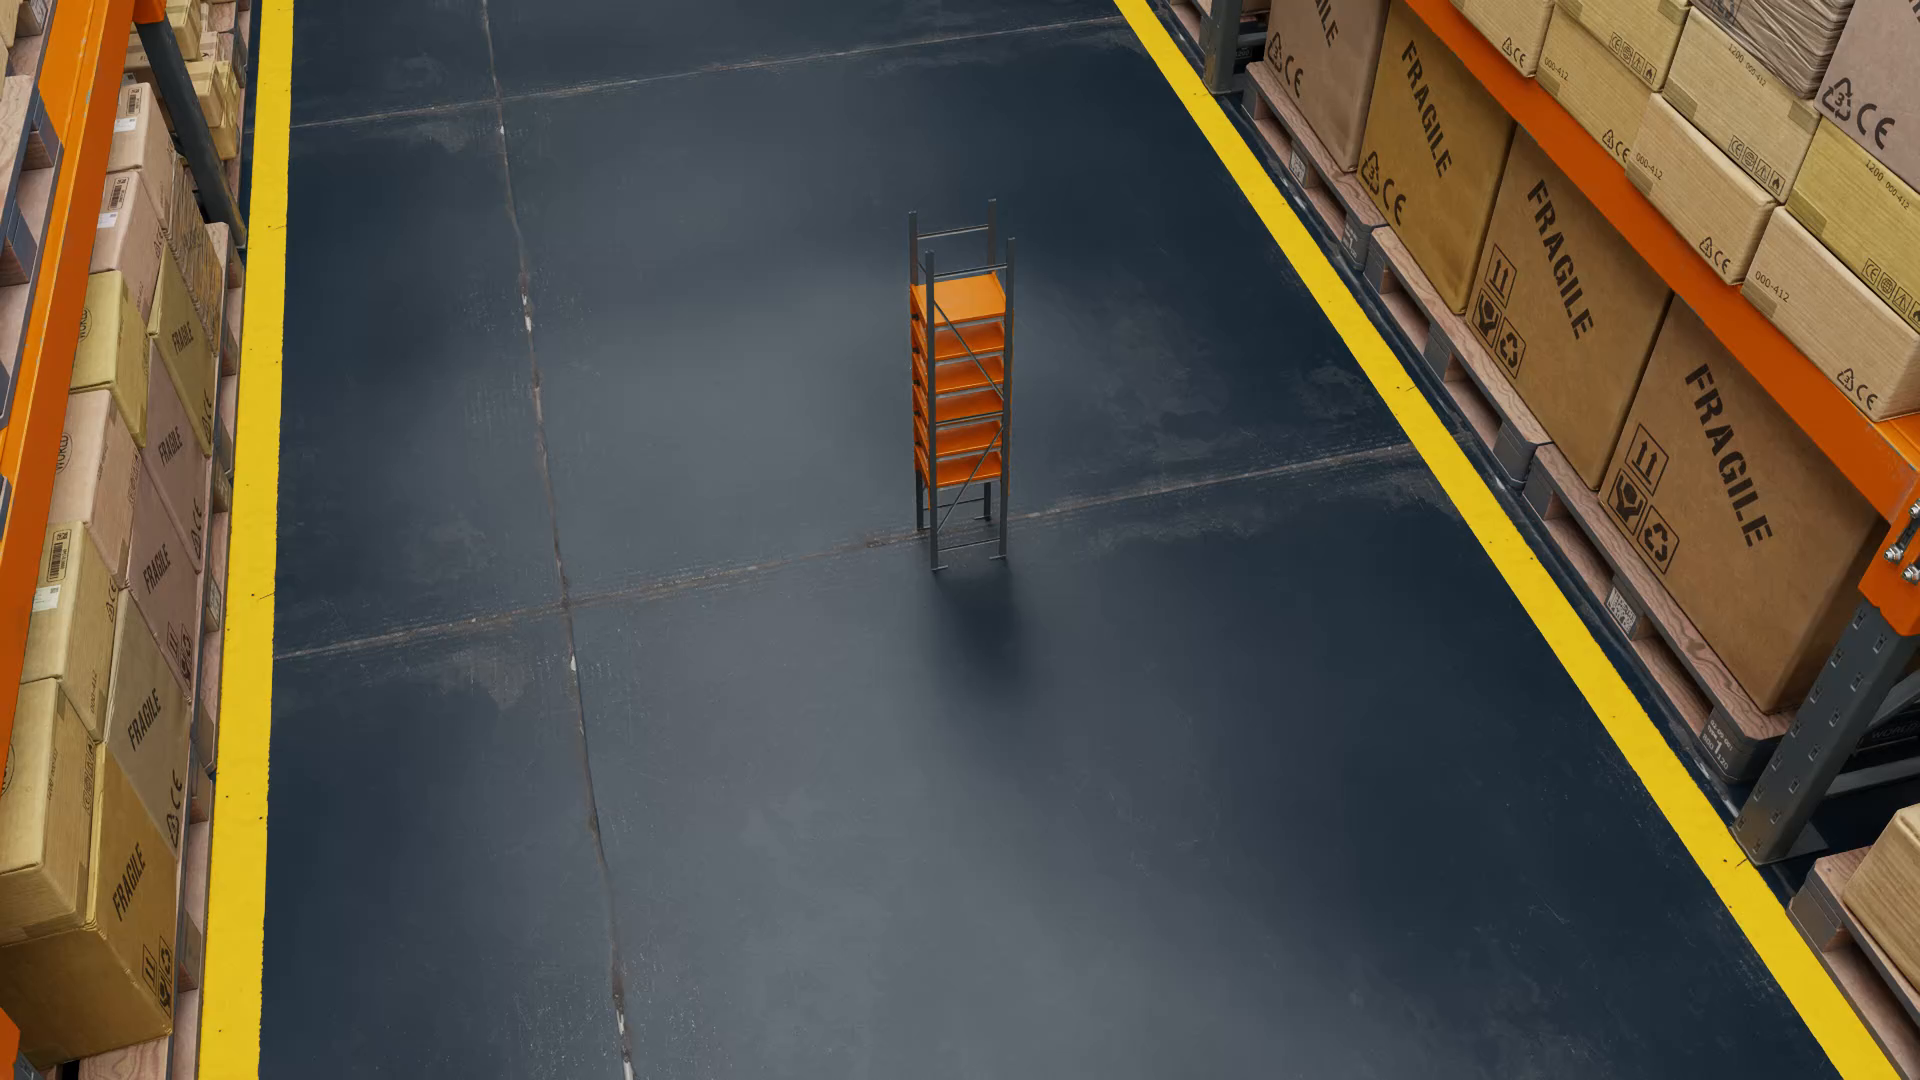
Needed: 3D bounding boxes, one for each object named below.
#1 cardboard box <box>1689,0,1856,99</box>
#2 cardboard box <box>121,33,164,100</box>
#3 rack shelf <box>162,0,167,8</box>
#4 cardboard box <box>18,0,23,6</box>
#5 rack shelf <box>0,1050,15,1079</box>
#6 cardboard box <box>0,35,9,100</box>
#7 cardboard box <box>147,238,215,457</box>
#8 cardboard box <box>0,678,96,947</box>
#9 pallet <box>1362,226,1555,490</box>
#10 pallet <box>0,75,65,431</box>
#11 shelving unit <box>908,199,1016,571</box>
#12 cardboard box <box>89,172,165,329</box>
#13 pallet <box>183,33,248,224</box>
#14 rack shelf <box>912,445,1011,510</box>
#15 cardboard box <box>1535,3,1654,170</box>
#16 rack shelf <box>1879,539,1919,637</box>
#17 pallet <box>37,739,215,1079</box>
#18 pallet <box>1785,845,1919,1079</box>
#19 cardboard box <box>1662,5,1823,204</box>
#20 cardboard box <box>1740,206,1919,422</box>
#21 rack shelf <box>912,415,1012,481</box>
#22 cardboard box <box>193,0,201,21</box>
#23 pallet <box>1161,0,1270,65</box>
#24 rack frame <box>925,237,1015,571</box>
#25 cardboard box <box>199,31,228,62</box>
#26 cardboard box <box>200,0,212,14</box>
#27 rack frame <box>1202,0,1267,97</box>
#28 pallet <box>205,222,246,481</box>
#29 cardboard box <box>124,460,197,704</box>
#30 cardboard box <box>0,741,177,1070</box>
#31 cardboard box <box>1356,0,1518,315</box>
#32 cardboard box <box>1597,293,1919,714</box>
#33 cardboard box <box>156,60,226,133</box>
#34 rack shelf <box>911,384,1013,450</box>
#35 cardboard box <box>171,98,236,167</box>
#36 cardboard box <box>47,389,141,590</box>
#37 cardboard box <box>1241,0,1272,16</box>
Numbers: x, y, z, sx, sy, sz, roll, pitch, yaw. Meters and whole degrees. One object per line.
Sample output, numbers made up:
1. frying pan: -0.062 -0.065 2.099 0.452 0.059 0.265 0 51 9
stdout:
1. cardboard box: 2.044 -1.362 3.715 0.500 0.500 0.500 -10 46 -10
2. cardboard box: -3.103 -1.735 6.136 0.380 0.149 0.250 -9 46 -9
3. rack shelf: -3.727 -3.231 6.820 1.077 0.370 4.000 -11 47 -10
4. cardboard box: -2.793 -1.572 4.572 0.380 0.149 0.250 -11 47 -10
5. rack shelf: -1.679 2.292 1.407 1.077 0.370 4.000 -11 47 -10
6. cardboard box: -2.653 -1.207 4.215 0.380 0.149 0.250 -13 47 -12
7. cardboard box: -2.651 -0.555 5.150 0.500 0.500 0.500 -12 47 -11
8. cardboard box: -2.134 0.605 3.488 0.500 0.250 0.500 -13 47 -12
9. pallet: 2.130 -0.738 5.826 1.003 0.211 1.213 -11 47 -10
10. pallet: -2.738 -0.633 3.904 1.003 0.211 1.213 -11 47 -10
11. shelving unit: 0.004 -0.410 4.812 0.258 1.200 0.189 -11 47 -10
12. cardboard box: -2.661 -0.811 4.876 0.500 0.250 0.500 -9 46 -8
13. pallet: -3.421 -1.583 6.654 1.003 0.211 1.213 -11 47 -10
14. rack shelf: 0.004 -0.211 5.015 0.258 0.103 0.180 -11 47 -10
15. cardboard box: 1.928 -1.265 4.494 0.500 0.250 0.500 -11 47 -11
16. rack shelf: 3.080 1.317 2.363 1.077 0.370 4.000 -11 47 -10
17. pallet: -2.390 1.096 4.028 1.003 0.211 1.213 -11 47 -10
18. pallet: 2.767 1.200 3.926 1.003 0.211 1.213 -11 47 -10
19. cardboard box: 2.064 -1.079 3.962 0.500 0.250 0.500 -12 47 -11
20. cardboard box: 2.188 -0.565 3.808 0.500 0.250 0.500 -12 47 -12
21. rack shelf: 0.004 -0.295 4.929 0.258 0.103 0.180 -11 47 -10
22. cardboard box: -3.314 -2.171 6.771 0.380 0.149 0.250 -13 47 -12
23. pallet: 1.425 -2.640 7.690 1.003 0.211 1.213 -11 47 -10
24. rack frame: 0.027 -0.347 4.750 0.240 1.200 0.006 -11 47 -10
25. cardboard box: -3.180 -1.907 6.721 0.380 0.149 0.250 -11 47 -11
26. cardboard box: -3.396 -2.253 7.060 0.380 0.149 0.250 -13 47 -12
27. rack frame: 1.544 -3.077 6.165 1.000 3.000 0.127 -11 47 -10
28. pallet: -3.014 -0.589 5.679 1.003 0.211 1.213 -11 47 -10
29. cardboard box: -2.394 0.152 4.457 0.500 0.500 0.500 -12 47 -11
30. cardboard box: -2.126 0.852 3.771 0.500 0.500 0.500 -13 47 -12
31. cardboard box: 2.019 -1.445 5.759 0.875 0.875 0.875 -9 46 -9
32. cardboard box: 2.471 -0.211 4.550 0.875 0.875 0.875 -11 47 -11
33. cardboard box: -2.999 -1.664 6.275 0.380 0.149 0.250 -9 46 -8
34. rack shelf: 0.004 -0.379 4.843 0.258 0.103 0.180 -11 47 -10
35. cardboard box: -2.998 -1.561 6.382 0.380 0.149 0.250 -13 47 -12
36. cardboard box: -2.378 -0.090 4.169 0.500 0.250 0.500 -10 46 -10
37. cardboard box: 1.487 -2.780 7.374 0.875 0.438 0.875 -11 47 -11
